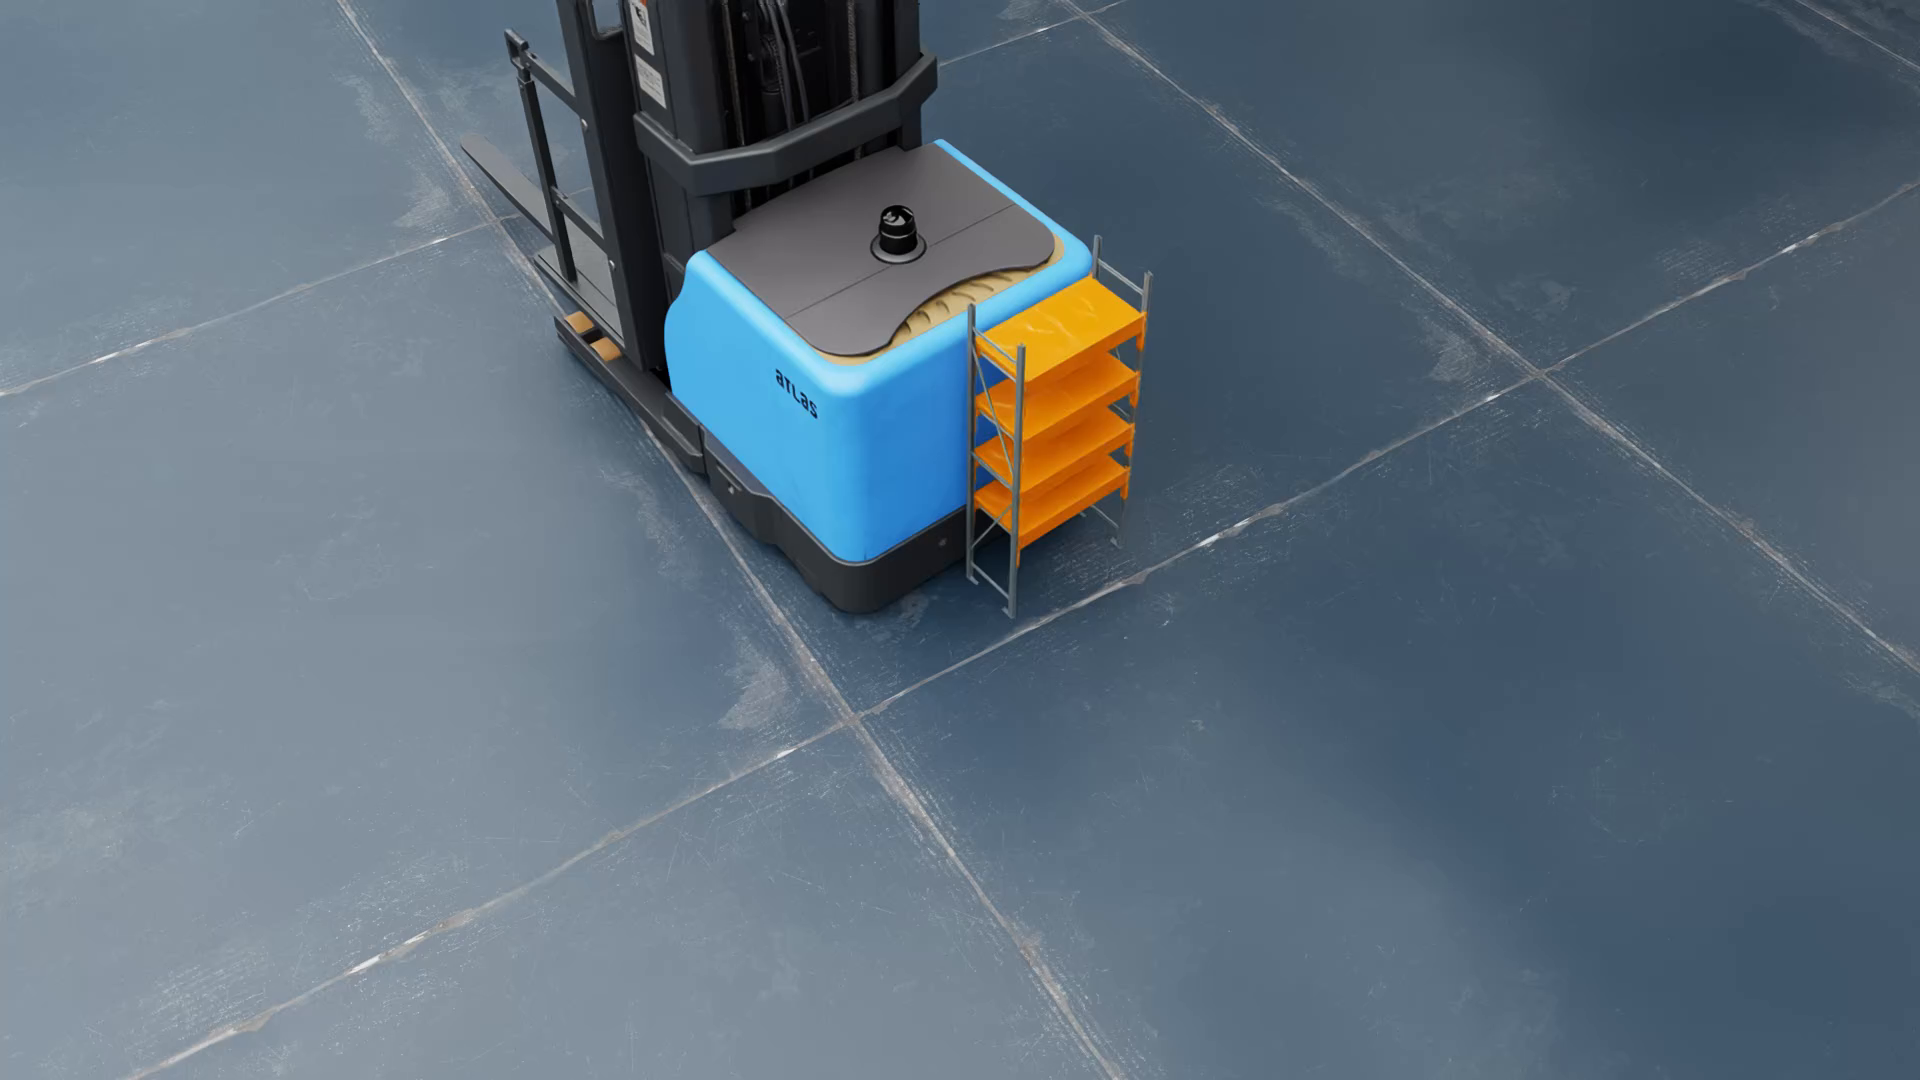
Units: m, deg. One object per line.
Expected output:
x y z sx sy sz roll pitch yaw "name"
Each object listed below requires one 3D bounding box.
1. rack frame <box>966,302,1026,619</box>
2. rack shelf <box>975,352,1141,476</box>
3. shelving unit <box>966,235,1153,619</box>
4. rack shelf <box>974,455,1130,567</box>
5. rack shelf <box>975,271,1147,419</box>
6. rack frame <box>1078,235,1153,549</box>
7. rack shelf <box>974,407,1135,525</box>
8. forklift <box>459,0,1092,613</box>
0.102 -0.208 5.131 0.015 1.200 0.240 -31 55 -25 "rack frame"
0.291 -0.427 5.117 0.480 0.148 0.258 -31 55 -25 "rack shelf"
0.291 -0.323 5.234 0.503 1.200 0.258 -31 55 -25 "shelving unit"
0.291 -0.146 5.433 0.480 0.148 0.258 -31 55 -25 "rack shelf"
0.291 -0.584 4.941 0.480 0.148 0.258 -31 55 -25 "rack shelf"
0.480 -0.438 5.337 0.015 1.200 0.240 -31 55 -25 "rack frame"
0.291 -0.278 5.284 0.480 0.148 0.258 -31 55 -25 "rack shelf"
-0.887 -1.781 5.374 1.130 2.935 3.031 -31 55 -25 "forklift"
